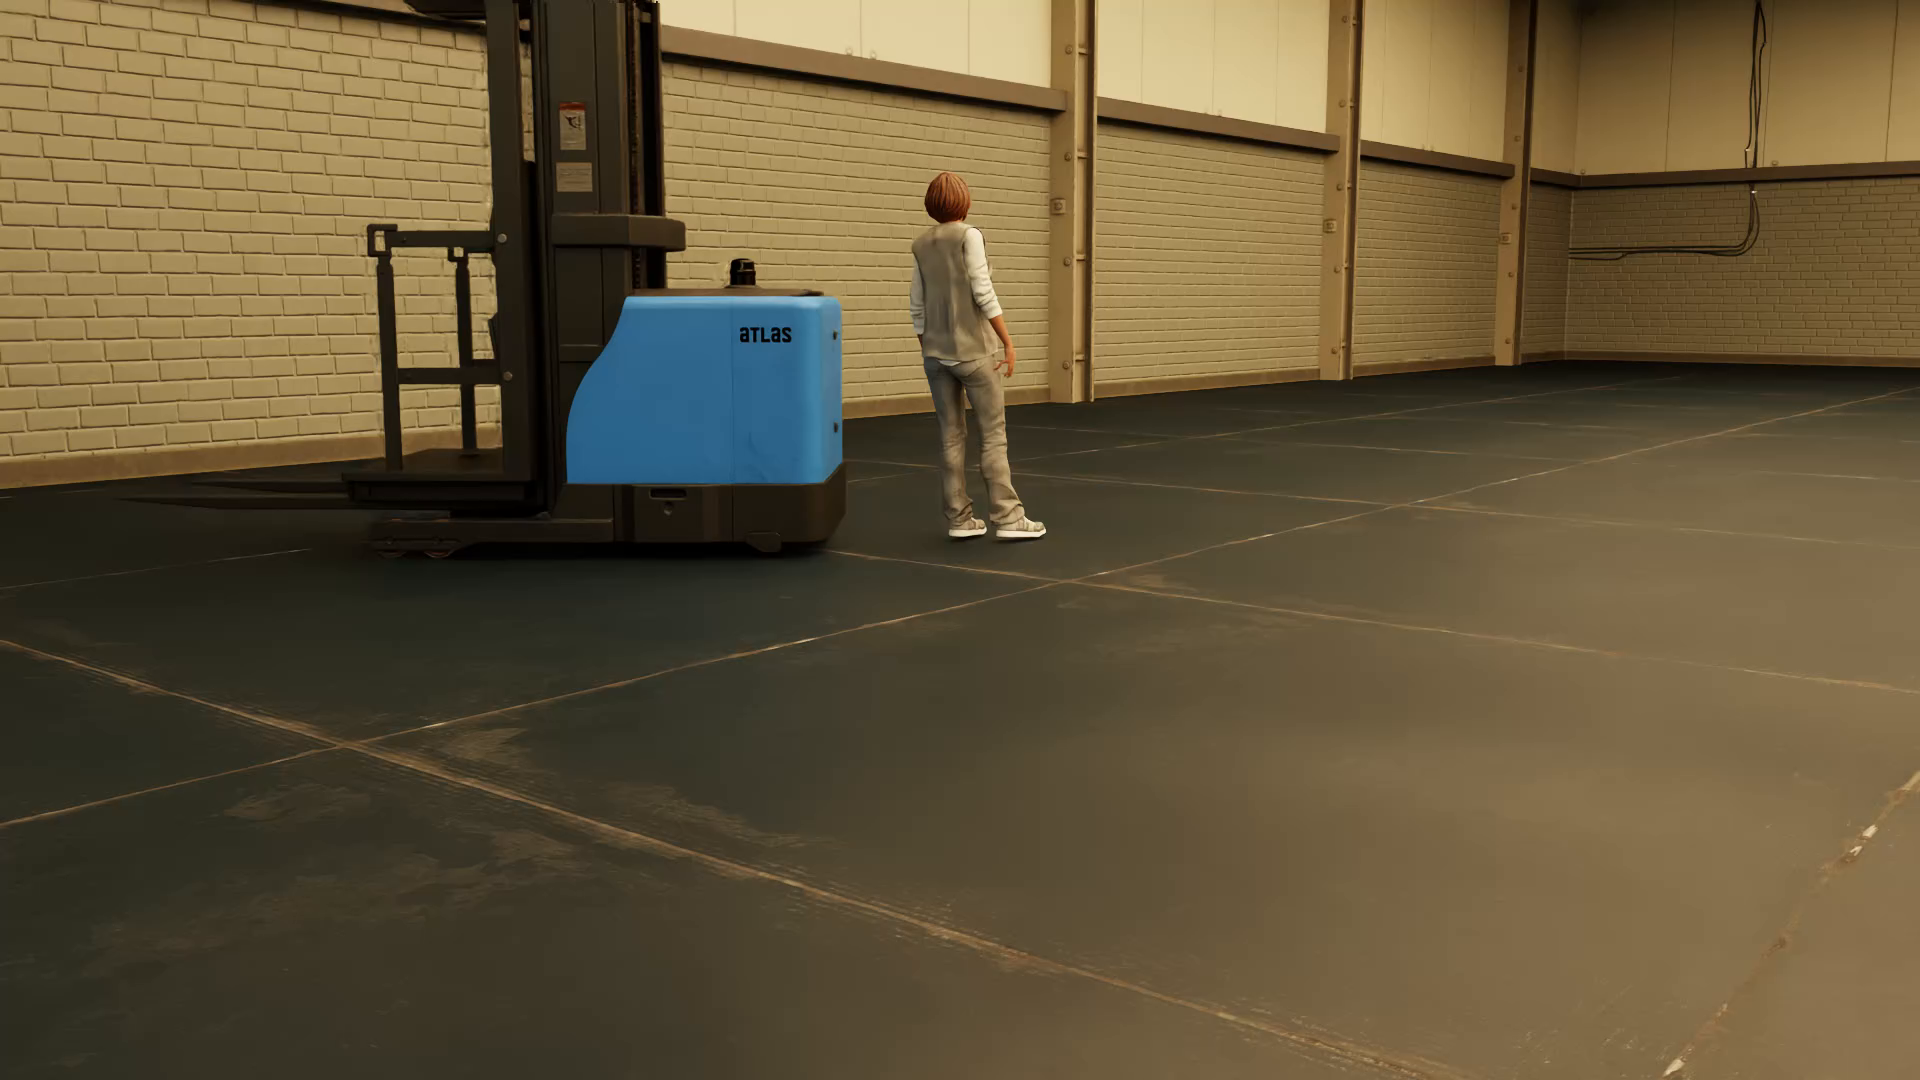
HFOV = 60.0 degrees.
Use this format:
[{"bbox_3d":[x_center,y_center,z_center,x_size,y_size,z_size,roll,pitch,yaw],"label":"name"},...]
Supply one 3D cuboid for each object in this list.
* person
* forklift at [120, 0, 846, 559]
[{"bbox_3d":[0.057,-0.804,7.336,0.520,1.597,0.475,7,11,38],"label":"person"},{"bbox_3d":[-2.058,-1.450,7.189,3.031,2.935,1.130,0,8,1],"label":"forklift"}]
